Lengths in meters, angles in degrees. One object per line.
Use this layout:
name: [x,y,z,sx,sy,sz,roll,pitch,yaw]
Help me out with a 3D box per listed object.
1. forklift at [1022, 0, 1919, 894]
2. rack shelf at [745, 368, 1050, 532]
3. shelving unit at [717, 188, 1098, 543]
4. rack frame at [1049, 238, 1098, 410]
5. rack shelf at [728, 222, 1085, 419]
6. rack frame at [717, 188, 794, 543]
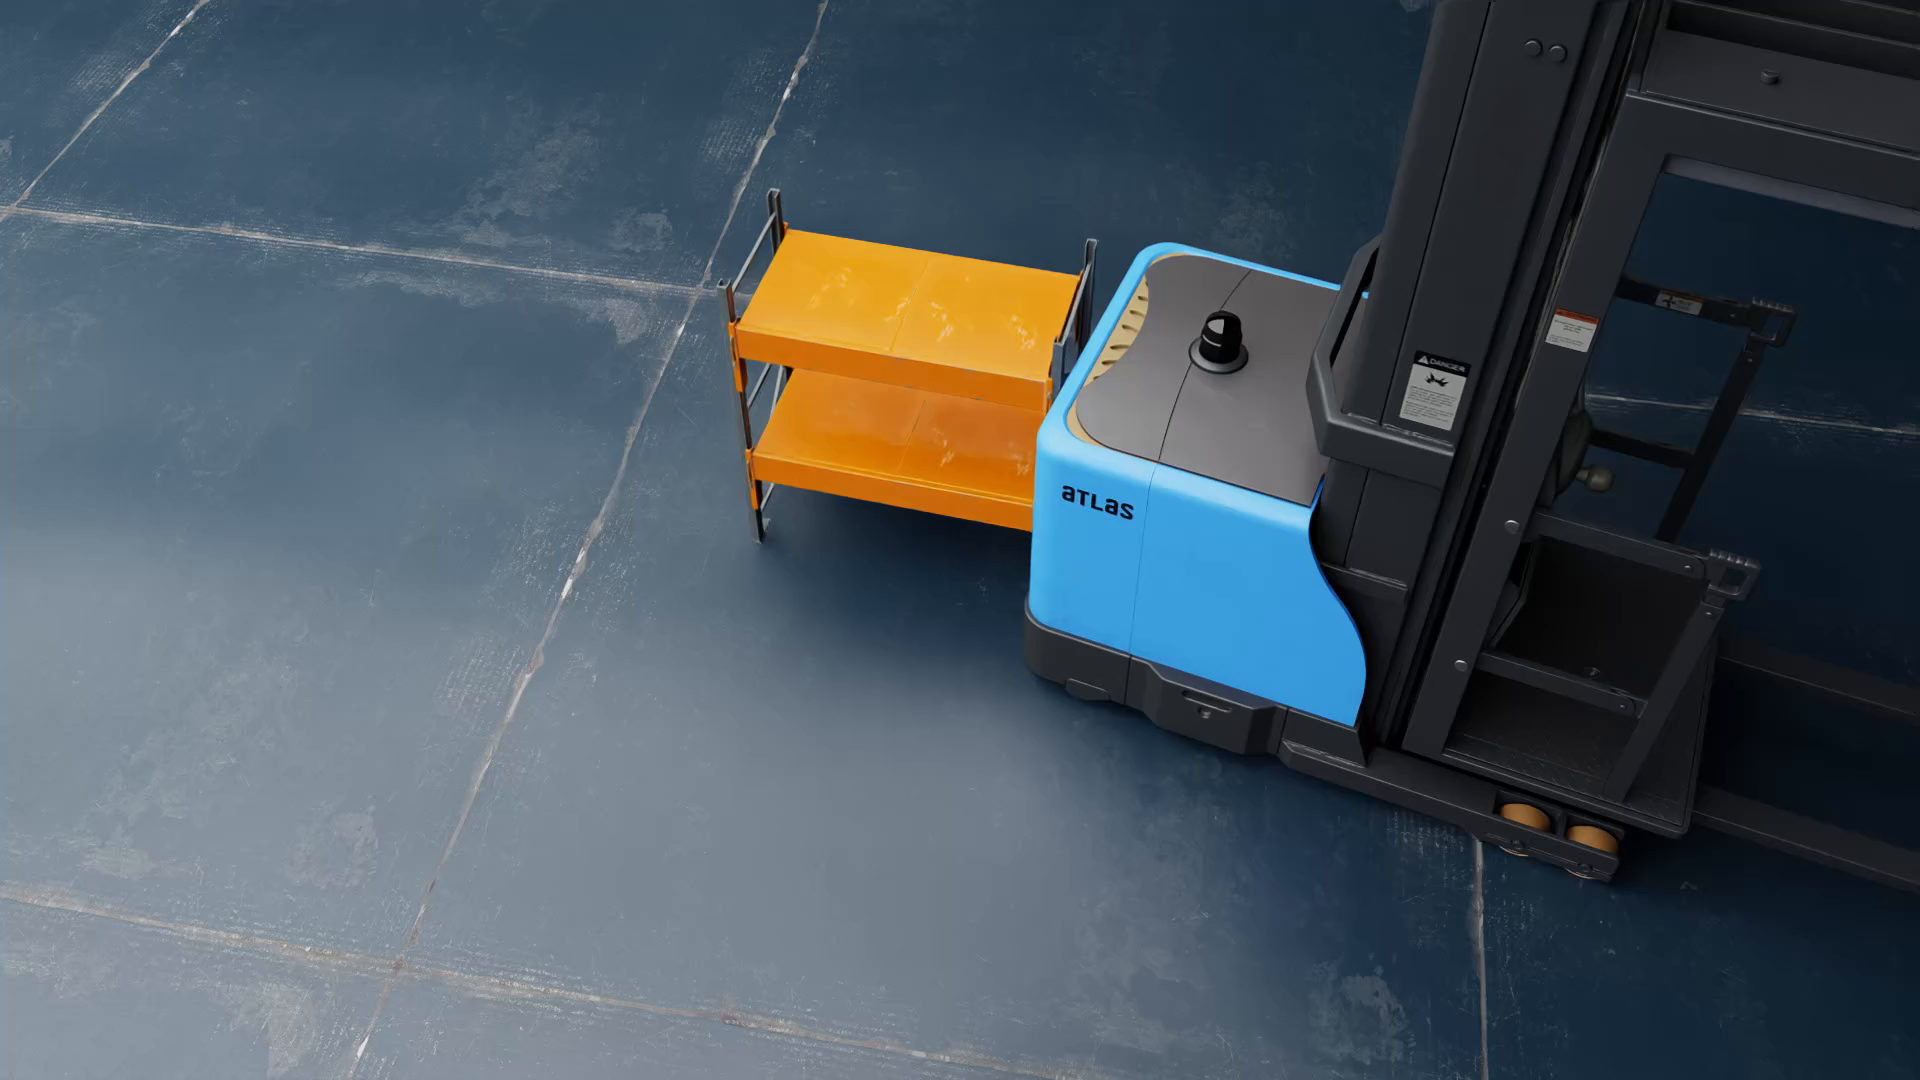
forklift: [1.764,-0.444,4.178,3.031,2.935,1.130,18,50,15]
rack shelf: [-0.150,-0.291,5.584,1.000,0.278,0.538,11,49,10]
shelving unit: [-0.150,-0.454,5.402,1.048,1.125,0.538,11,49,10]
rack frame: [0.342,-0.360,5.317,0.032,1.125,0.500,11,49,10]
rack shelf: [-0.150,-0.650,5.184,1.000,0.278,0.538,11,49,10]
rack frame: [-0.643,-0.549,5.487,0.032,1.125,0.500,11,49,10]
